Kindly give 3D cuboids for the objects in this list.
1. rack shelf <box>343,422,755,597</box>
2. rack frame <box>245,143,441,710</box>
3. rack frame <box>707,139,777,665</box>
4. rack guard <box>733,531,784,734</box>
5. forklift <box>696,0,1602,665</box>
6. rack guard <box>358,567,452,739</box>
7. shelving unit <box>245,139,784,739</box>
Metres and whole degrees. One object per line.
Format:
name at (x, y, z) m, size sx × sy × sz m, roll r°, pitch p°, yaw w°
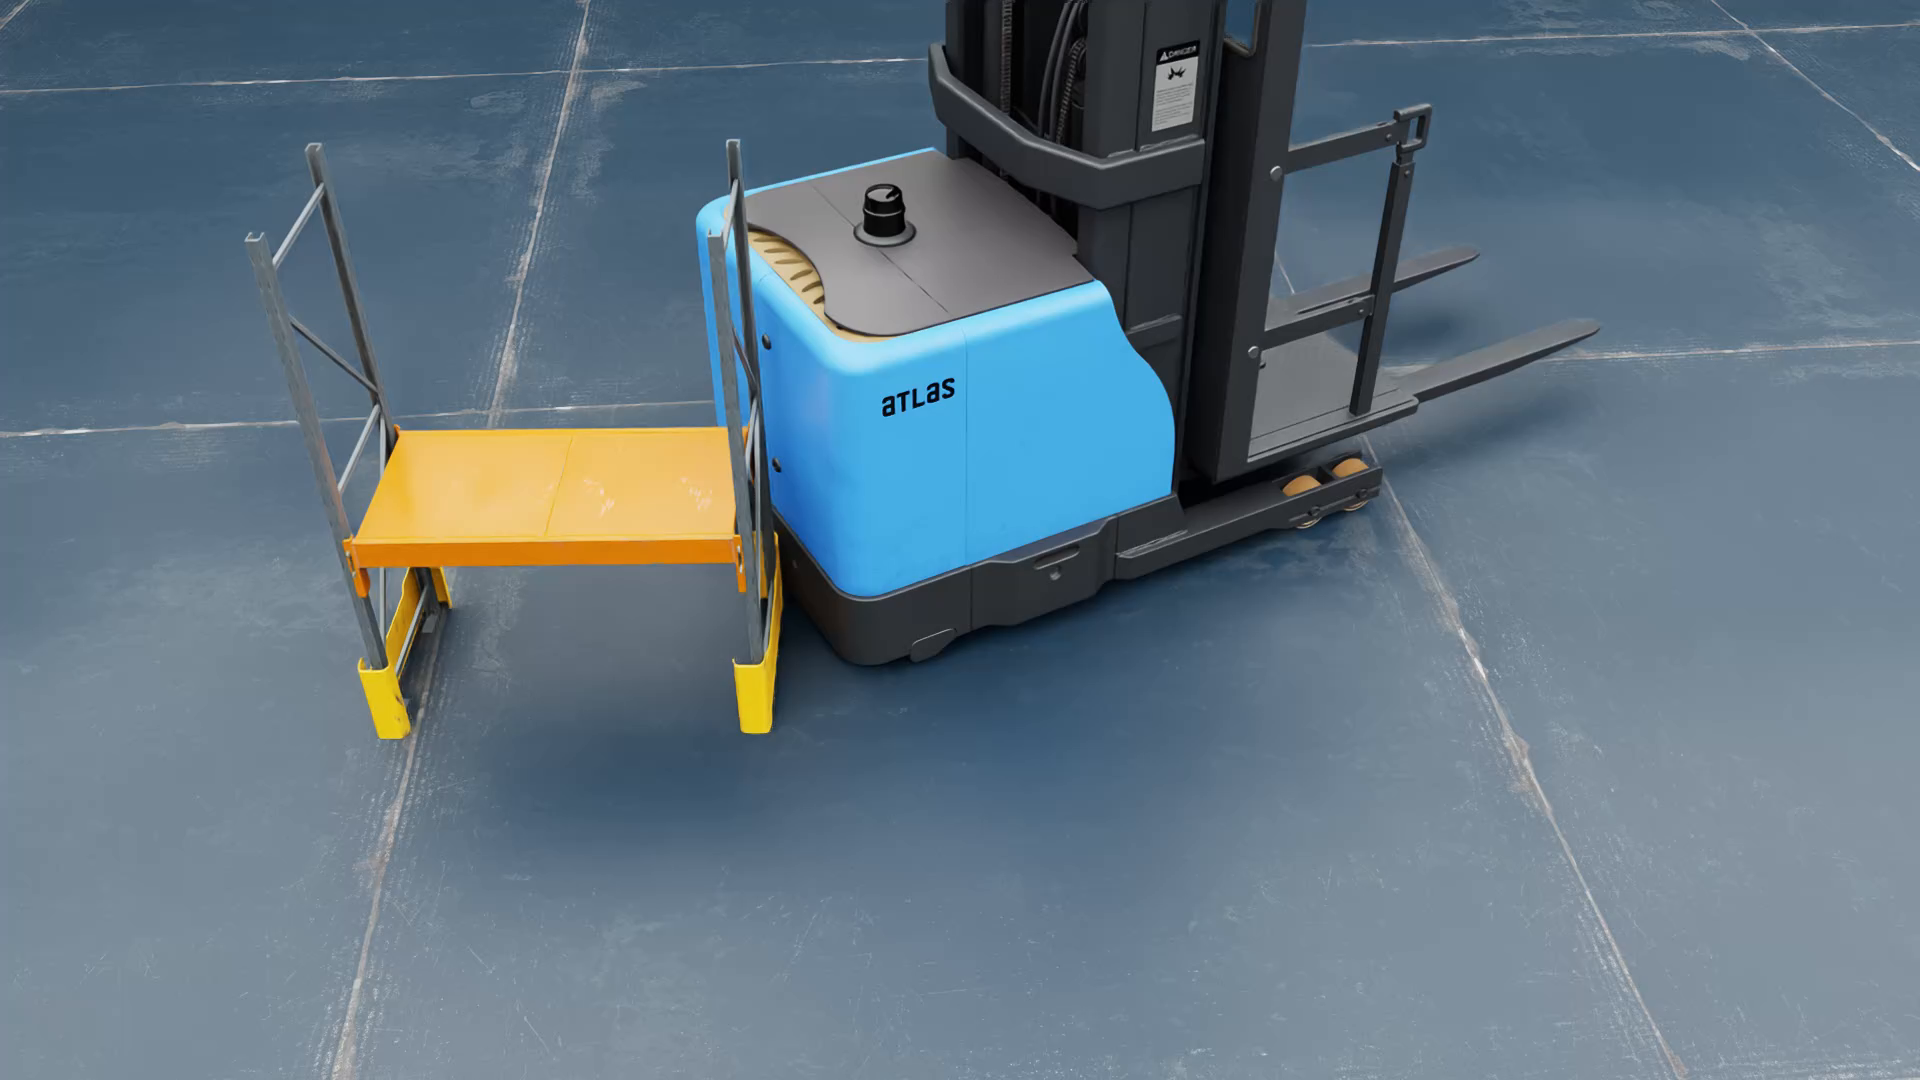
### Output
rack shelf at (-1.058, -0.090, 4.443) m, size 1.000 × 0.185 × 0.538 m, roll -1°, pitch 38°, yaw -1°
rack frame at (-1.566, -0.225, 4.324) m, size 0.032 × 1.500 × 0.500 m, roll -1°, pitch 38°, yaw -1°
rack frame at (-0.550, -0.237, 4.340) m, size 0.032 × 1.500 × 0.500 m, roll -1°, pitch 38°, yaw -1°
rack guard at (-0.569, 0.254, 4.727) m, size 0.087 × 0.250 × 0.587 m, roll -1°, pitch 38°, yaw -1°
forklift at (0.772, -1.455, 4.728) m, size 3.031 × 2.935 × 1.130 m, roll -19°, pitch 42°, yaw -22°
rack guard at (-1.565, 0.266, 4.711) m, size 0.087 × 0.250 × 0.587 m, roll -1°, pitch 38°, yaw -1°
shelving unit at (-1.067, -0.231, 4.332) m, size 1.083 × 1.500 × 0.587 m, roll -1°, pitch 38°, yaw -1°
